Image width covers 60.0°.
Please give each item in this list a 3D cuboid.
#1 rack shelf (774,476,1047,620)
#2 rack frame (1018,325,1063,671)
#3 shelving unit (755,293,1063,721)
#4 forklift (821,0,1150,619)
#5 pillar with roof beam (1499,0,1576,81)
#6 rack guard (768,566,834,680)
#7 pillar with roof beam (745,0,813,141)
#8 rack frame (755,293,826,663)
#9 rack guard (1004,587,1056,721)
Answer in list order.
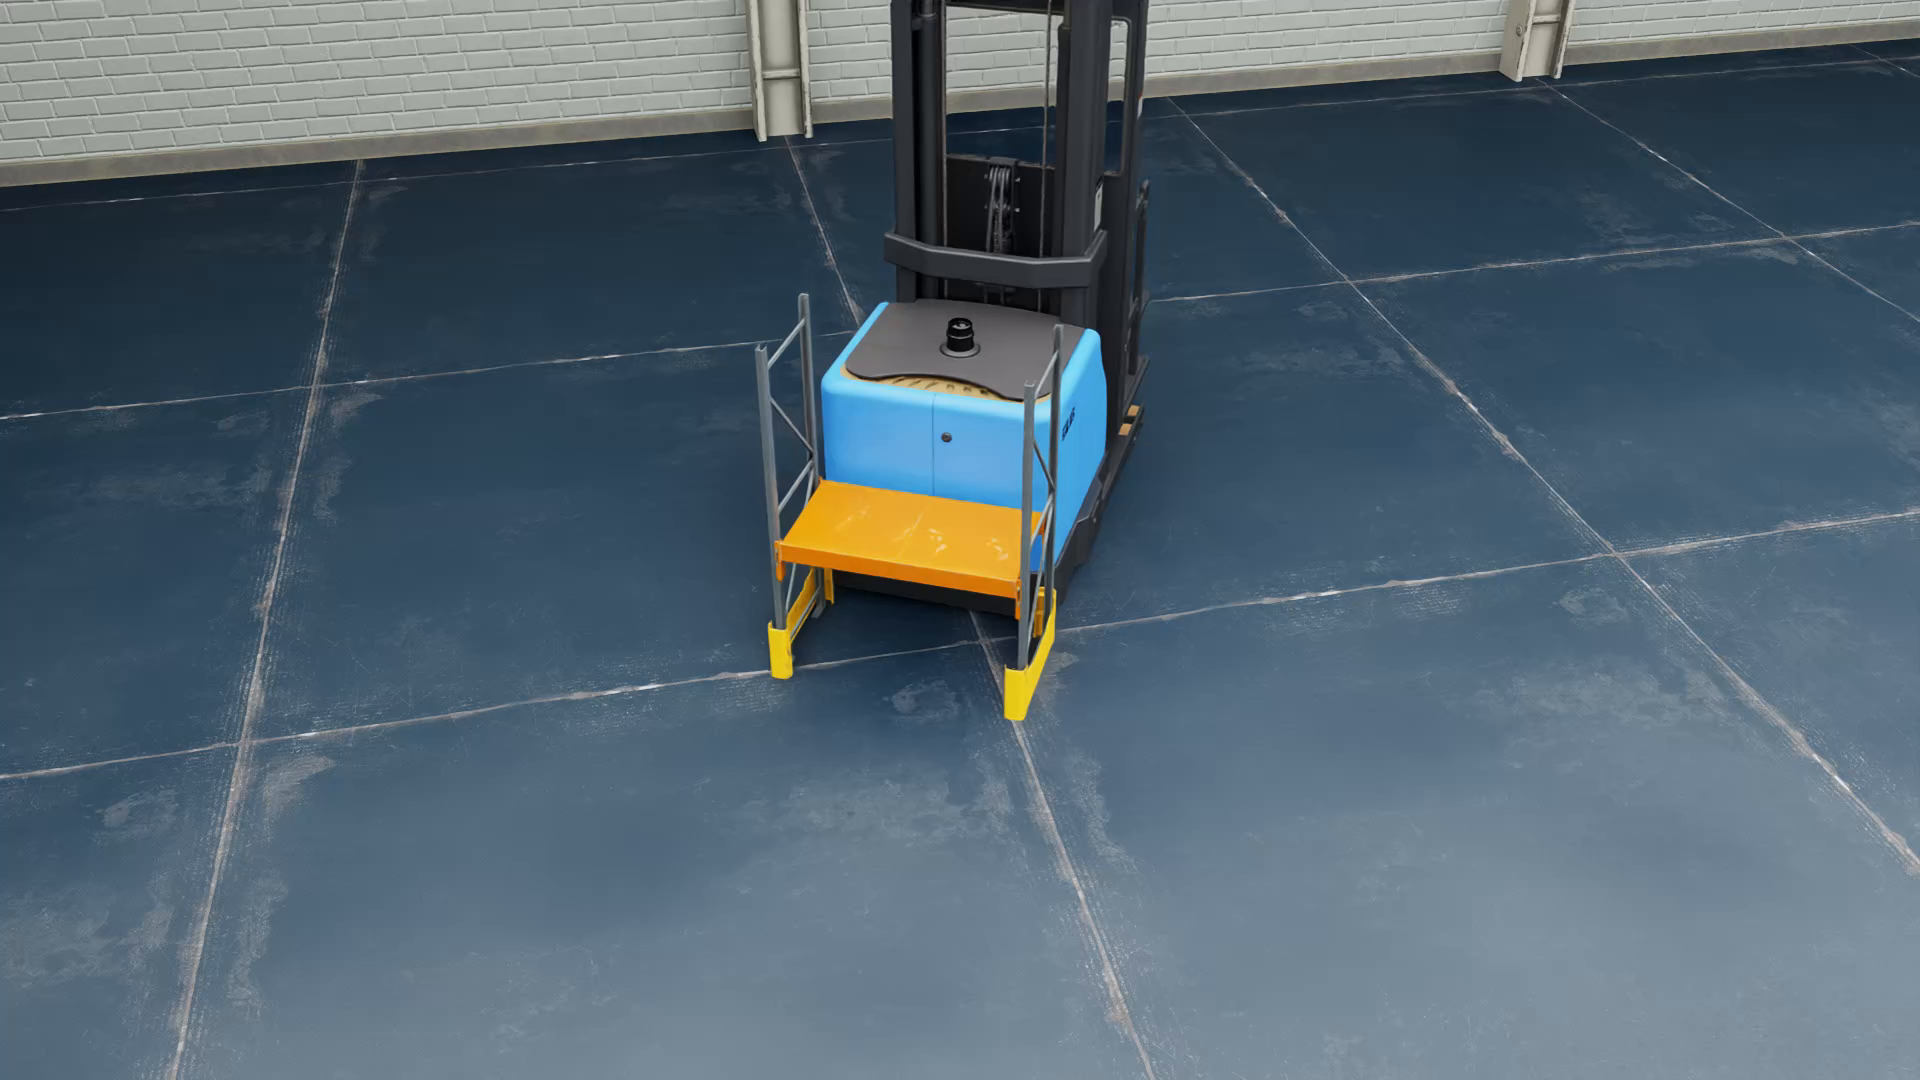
[{"bbox_3d":[-0.181,0.020,6.697,1.000,0.185,0.538,9,35,13],"label":"rack shelf"},{"bbox_3d":[0.309,-0.054,6.484,0.032,1.500,0.500,9,35,13],"label":"rack frame"},{"bbox_3d":[-0.190,-0.131,6.599,1.083,1.500,0.587,9,35,13],"label":"shelving unit"},{"bbox_3d":[0.319,-1.695,7.646,1.130,2.935,3.031,9,35,14],"label":"forklift"},{"bbox_3d":[5.503,-5.133,7.323,0.400,9.000,9.100,-7,35,-11],"label":"pillar with roof beam"},{"bbox_3d":[-0.670,0.314,7.058,0.087,0.250,0.587,9,35,13],"label":"rack guard"},{"bbox_3d":[-0.350,-4.395,6.224,0.400,9.000,9.100,-7,35,-11],"label":"pillar with roof beam"},{"bbox_3d":[-0.671,-0.205,6.710,0.032,1.500,0.500,9,35,13],"label":"rack frame"},{"bbox_3d":[0.290,0.462,6.836,0.087,0.250,0.587,9,35,13],"label":"rack guard"}]
